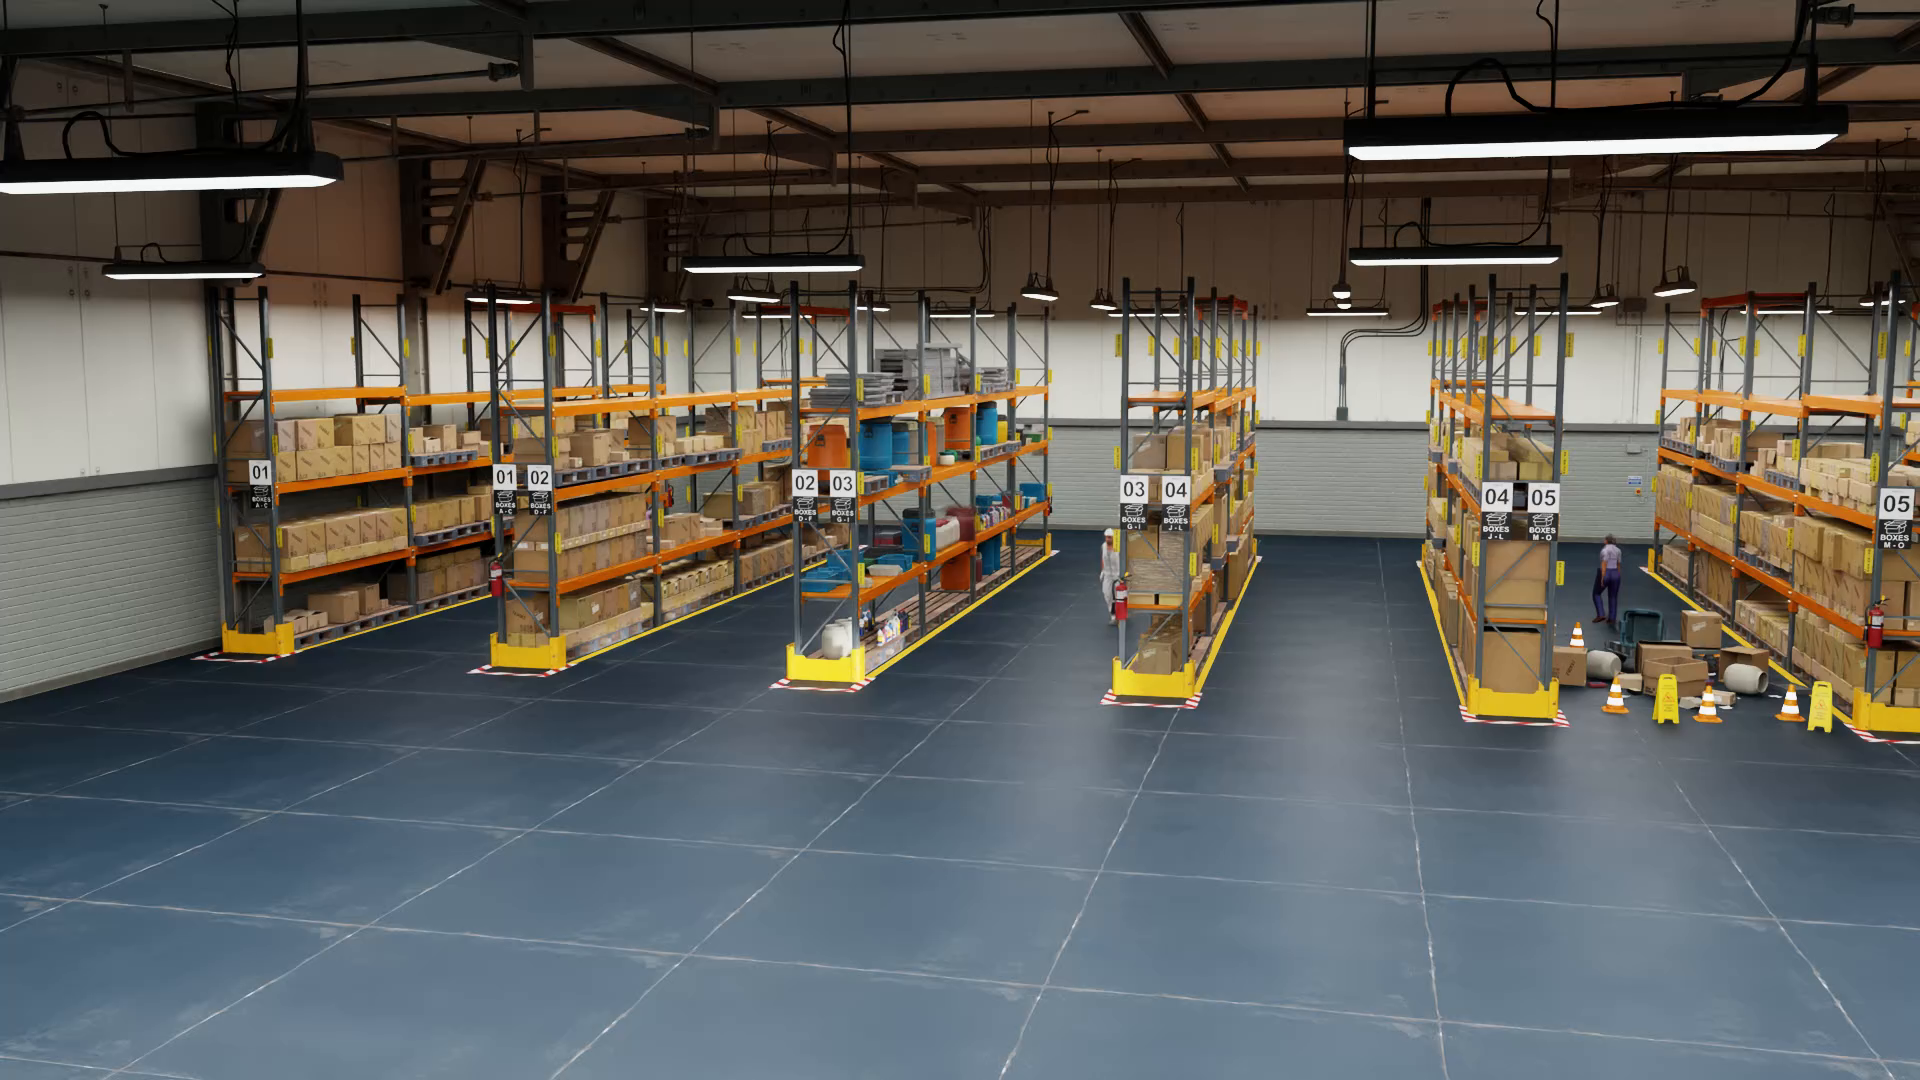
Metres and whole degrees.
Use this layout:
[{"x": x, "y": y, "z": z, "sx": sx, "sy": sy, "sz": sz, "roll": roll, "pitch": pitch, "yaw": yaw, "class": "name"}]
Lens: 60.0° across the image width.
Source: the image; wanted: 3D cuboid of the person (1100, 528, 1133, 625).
[{"x": 2.856, "y": 0.645, "z": 30.415, "sx": 0.604, "sy": 1.757, "sz": 0.738, "roll": 4, "pitch": 8, "yaw": 29, "class": "person"}]

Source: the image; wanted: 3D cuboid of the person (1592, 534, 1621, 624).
[{"x": 11.829, "y": 0.724, "z": 30.272, "sx": 0.479, "sy": 1.670, "sz": 0.497, "roll": -1, "pitch": 7, "yaw": -4, "class": "person"}]

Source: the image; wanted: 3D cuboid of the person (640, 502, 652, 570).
[{"x": -7.194, "y": -0.139, "z": 37.888, "sx": 0.391, "sy": 1.550, "sz": 0.899, "roll": 1, "pitch": 7, "yaw": 12, "class": "person"}]
